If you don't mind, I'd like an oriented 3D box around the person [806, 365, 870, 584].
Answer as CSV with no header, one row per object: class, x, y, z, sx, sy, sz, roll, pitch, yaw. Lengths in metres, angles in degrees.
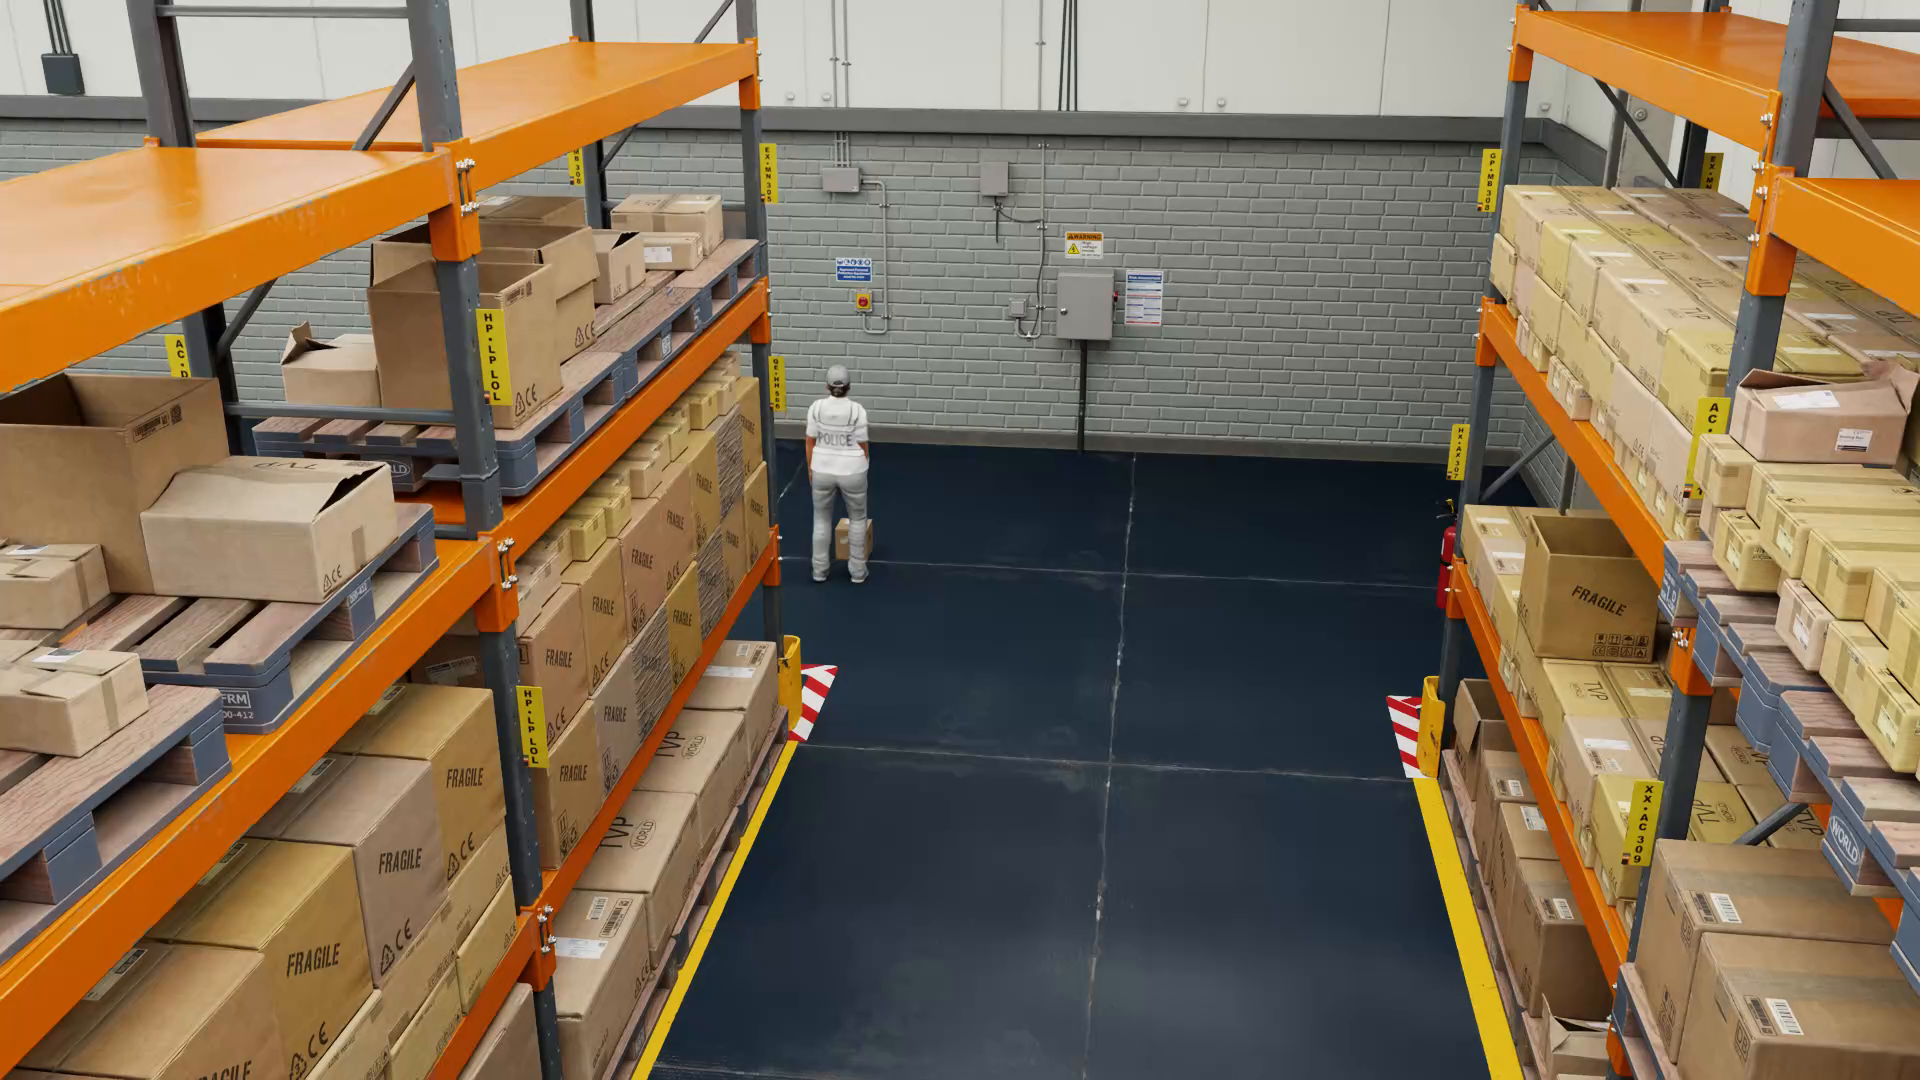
person,-0.897,-0.488,12.349,0.478,1.673,0.389,3,22,8
